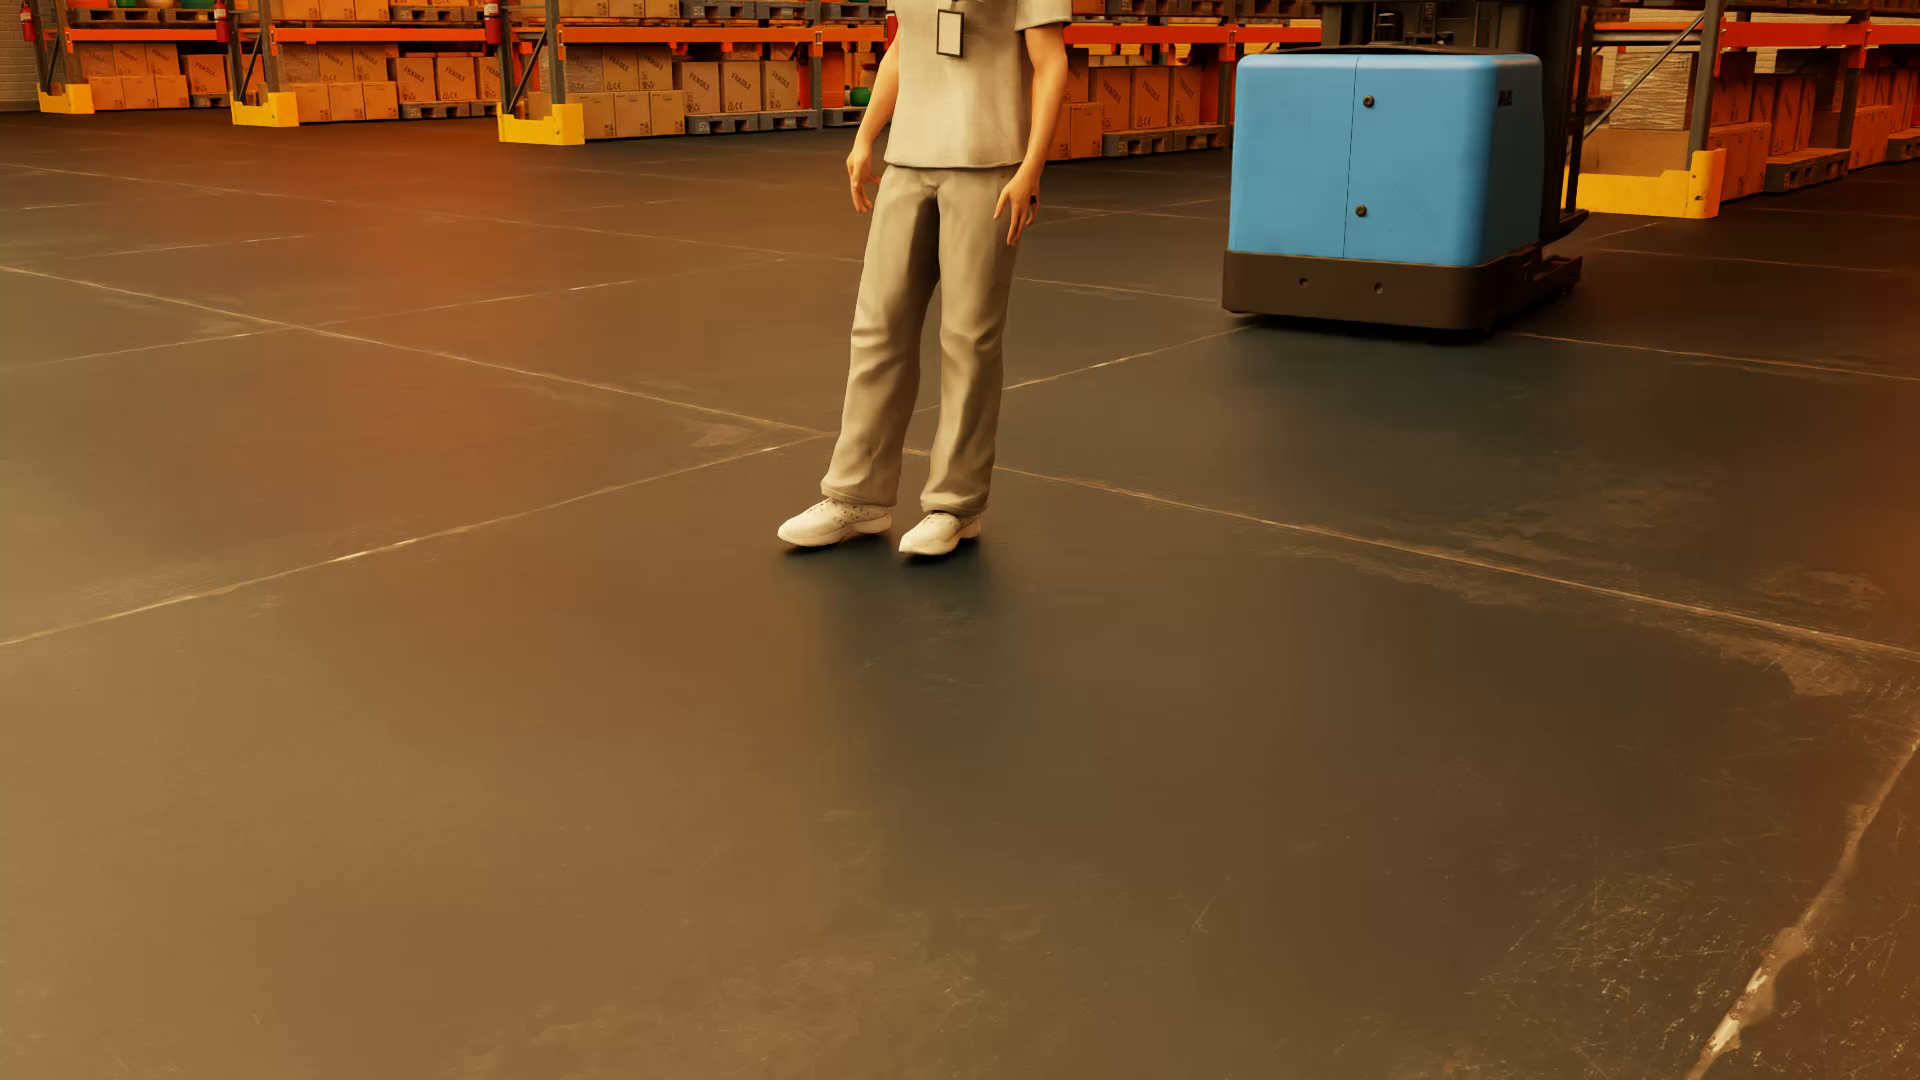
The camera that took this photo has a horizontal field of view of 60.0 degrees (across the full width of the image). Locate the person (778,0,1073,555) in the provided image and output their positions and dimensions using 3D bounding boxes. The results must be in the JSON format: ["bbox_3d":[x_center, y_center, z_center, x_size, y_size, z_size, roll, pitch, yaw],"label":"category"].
[{"bbox_3d":[-0.058,-0.795,3.650,0.549,1.673,0.548,13,21,37],"label":"person"}]

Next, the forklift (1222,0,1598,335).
[{"bbox_3d":[2.259,-2.577,7.386,1.130,2.935,3.031,10,19,29],"label":"forklift"}]
